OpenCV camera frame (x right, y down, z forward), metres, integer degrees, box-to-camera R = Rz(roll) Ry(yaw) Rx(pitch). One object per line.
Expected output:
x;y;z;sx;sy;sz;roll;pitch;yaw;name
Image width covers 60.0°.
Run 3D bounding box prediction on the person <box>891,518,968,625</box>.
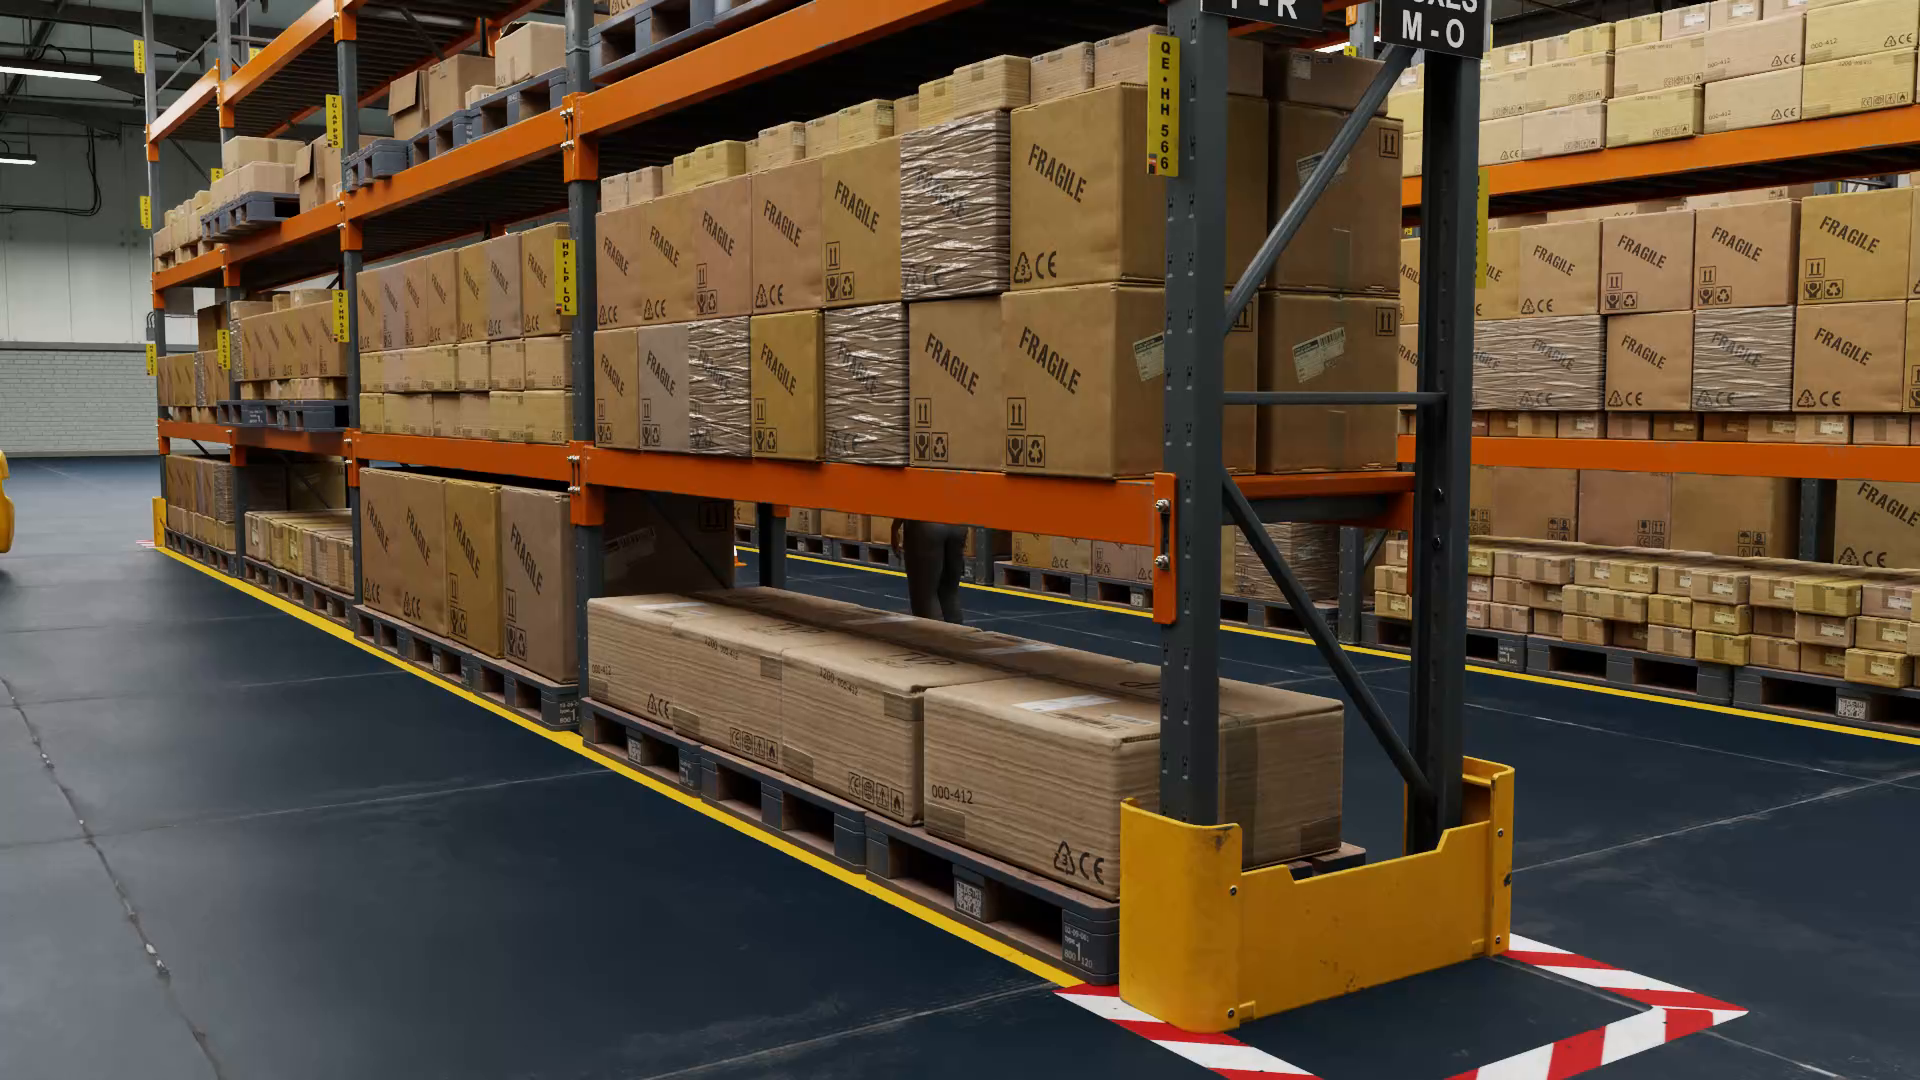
-0.185;-0.059;8.713;0.502;1.657;0.569;4;6;42;person
